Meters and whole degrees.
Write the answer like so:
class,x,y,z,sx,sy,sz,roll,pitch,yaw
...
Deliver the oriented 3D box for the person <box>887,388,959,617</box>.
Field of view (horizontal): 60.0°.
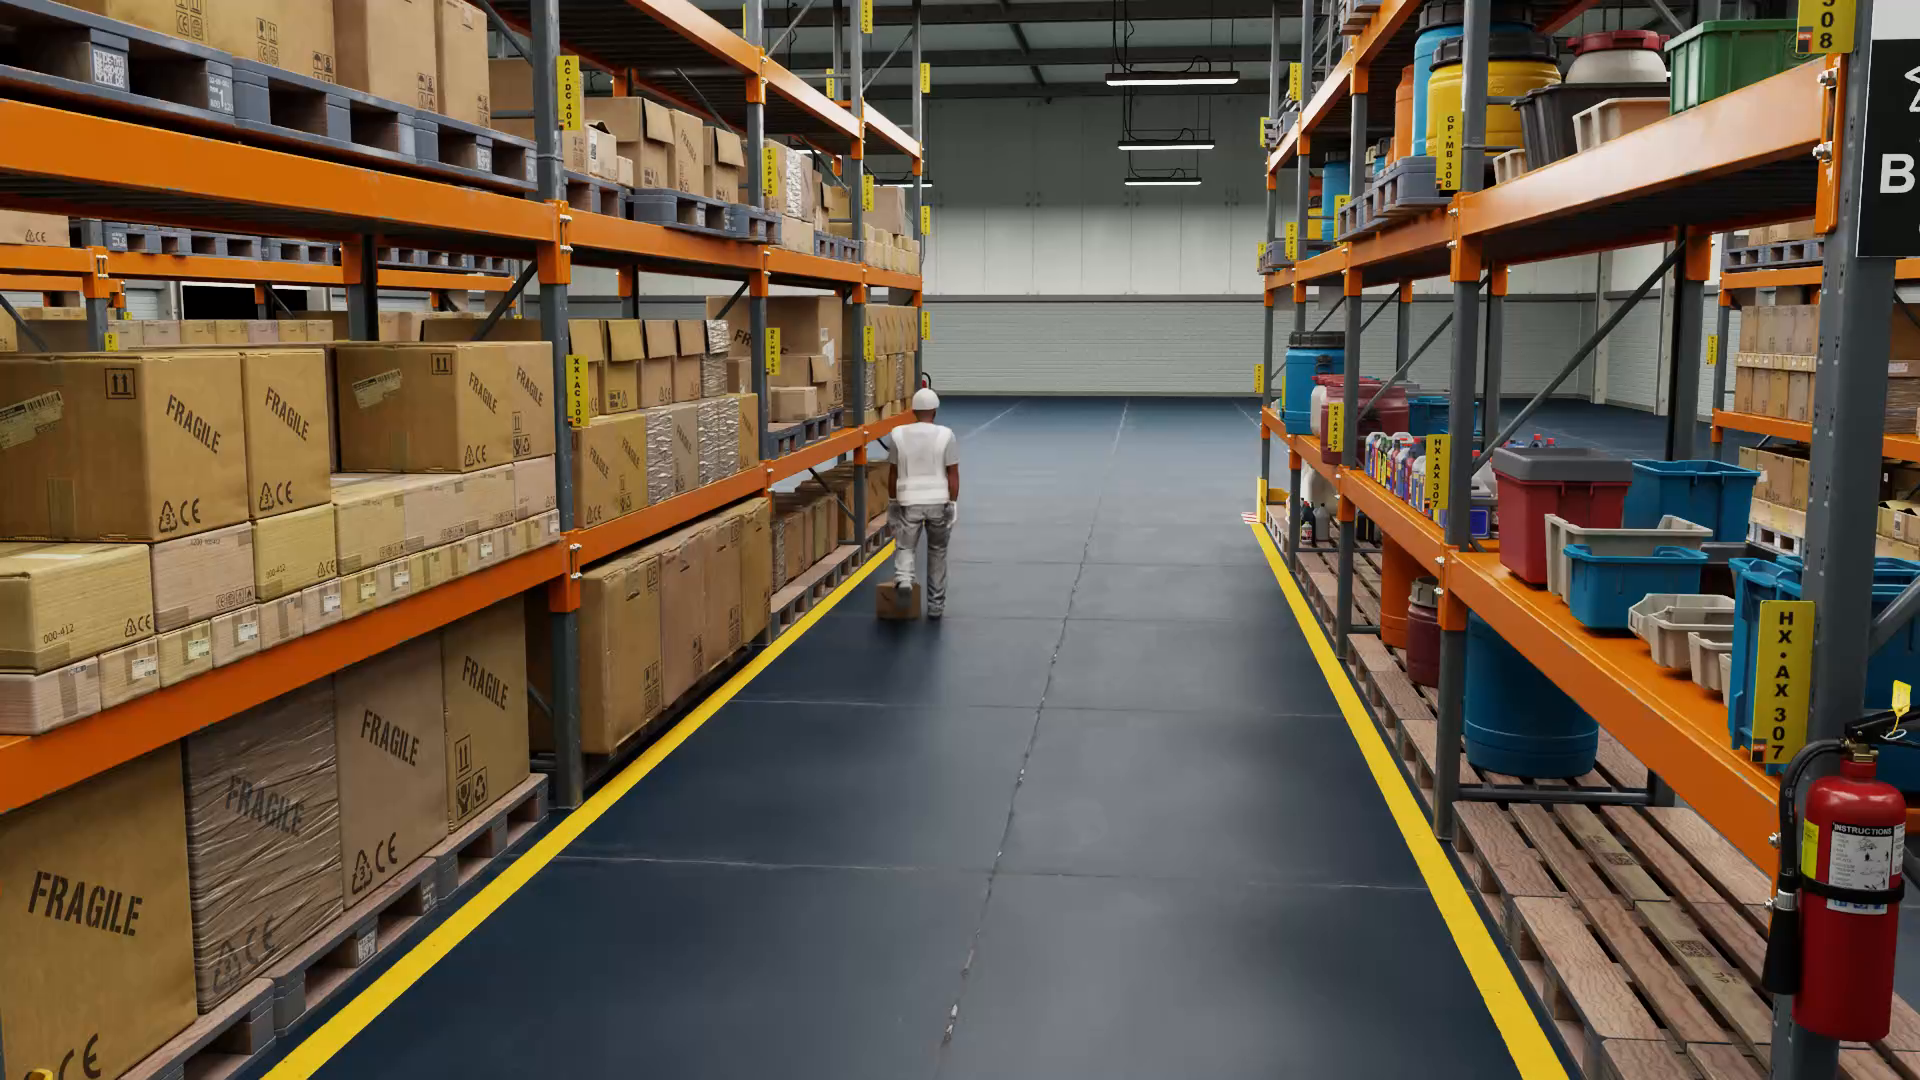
class,x,y,z,sx,sy,sz,roll,pitch,yaw
person,-0.291,-0.266,12.665,0.564,1.762,0.803,0,8,3
